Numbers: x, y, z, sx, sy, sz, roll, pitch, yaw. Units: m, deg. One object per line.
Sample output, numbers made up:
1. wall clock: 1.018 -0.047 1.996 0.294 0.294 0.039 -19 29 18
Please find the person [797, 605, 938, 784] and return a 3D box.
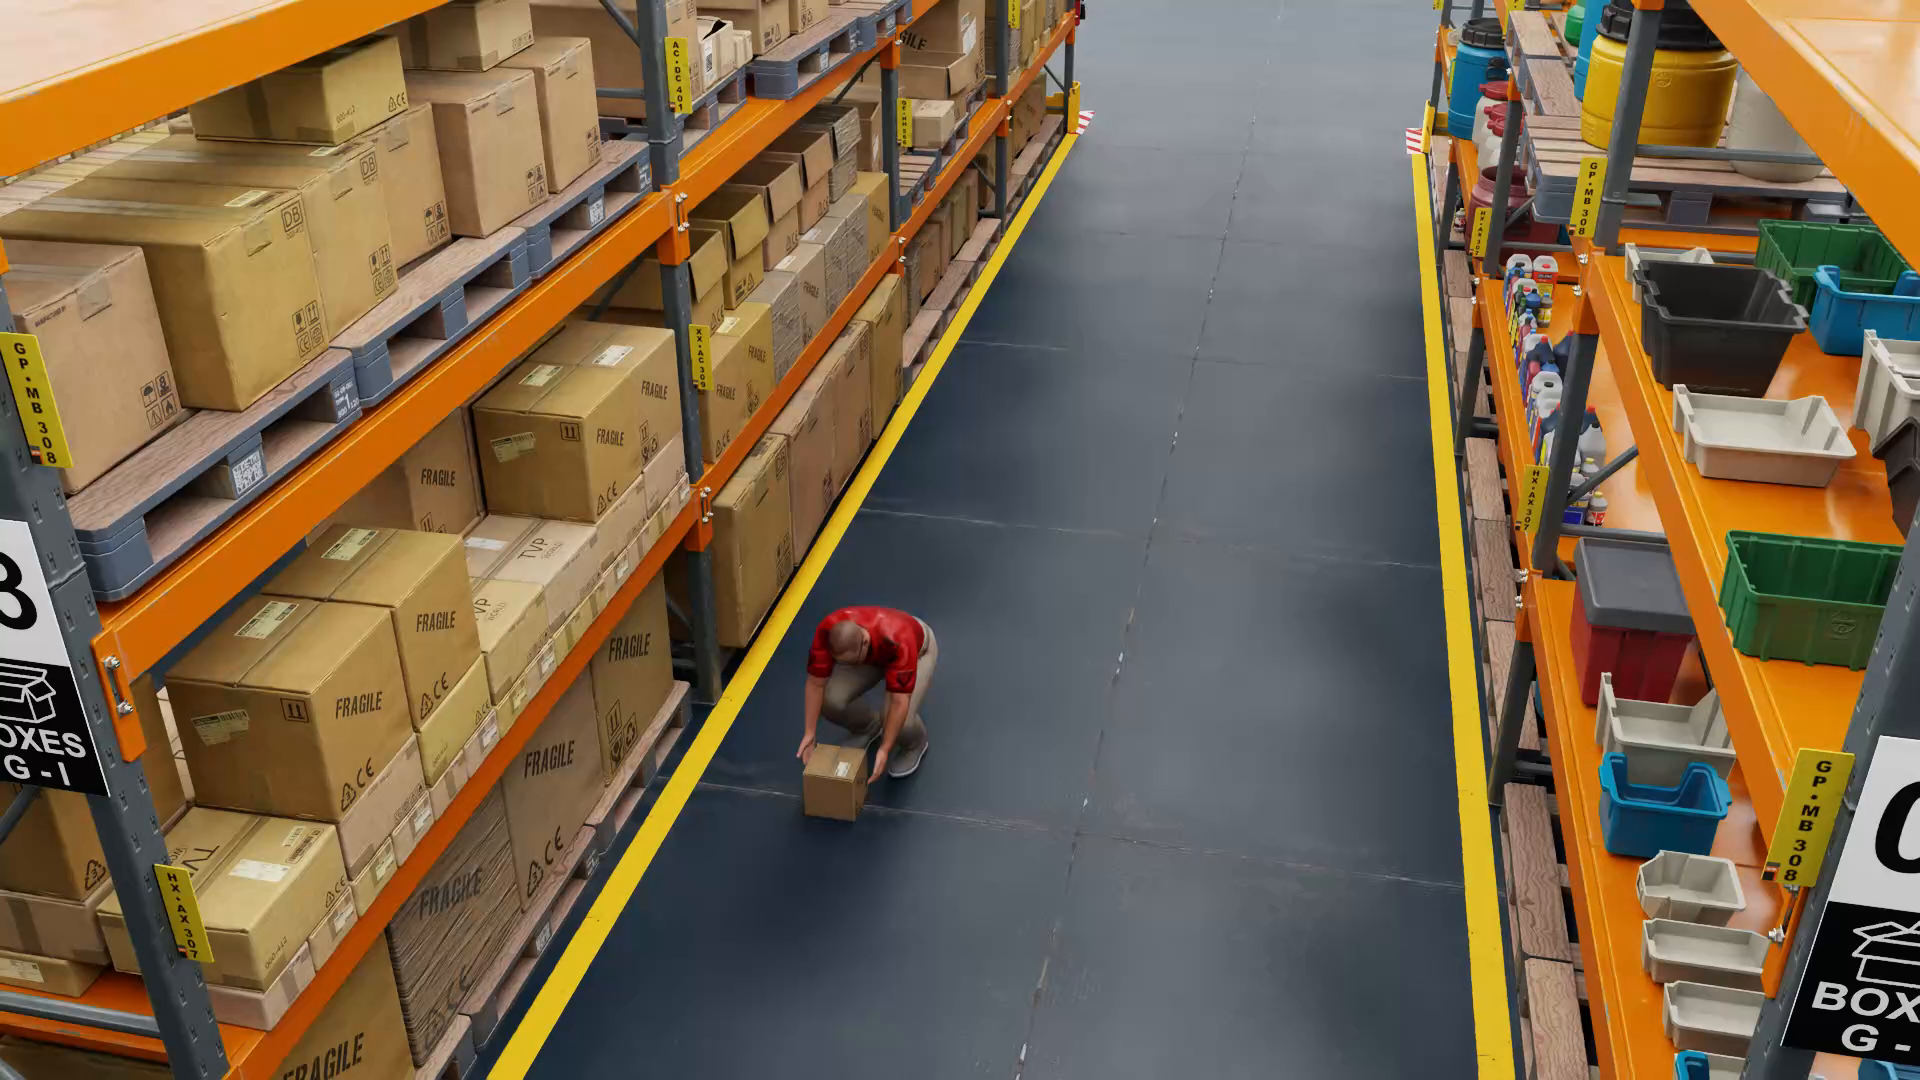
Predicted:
1. person: -0.404 0.689 8.104 0.572 1.036 0.860 14 32 24
